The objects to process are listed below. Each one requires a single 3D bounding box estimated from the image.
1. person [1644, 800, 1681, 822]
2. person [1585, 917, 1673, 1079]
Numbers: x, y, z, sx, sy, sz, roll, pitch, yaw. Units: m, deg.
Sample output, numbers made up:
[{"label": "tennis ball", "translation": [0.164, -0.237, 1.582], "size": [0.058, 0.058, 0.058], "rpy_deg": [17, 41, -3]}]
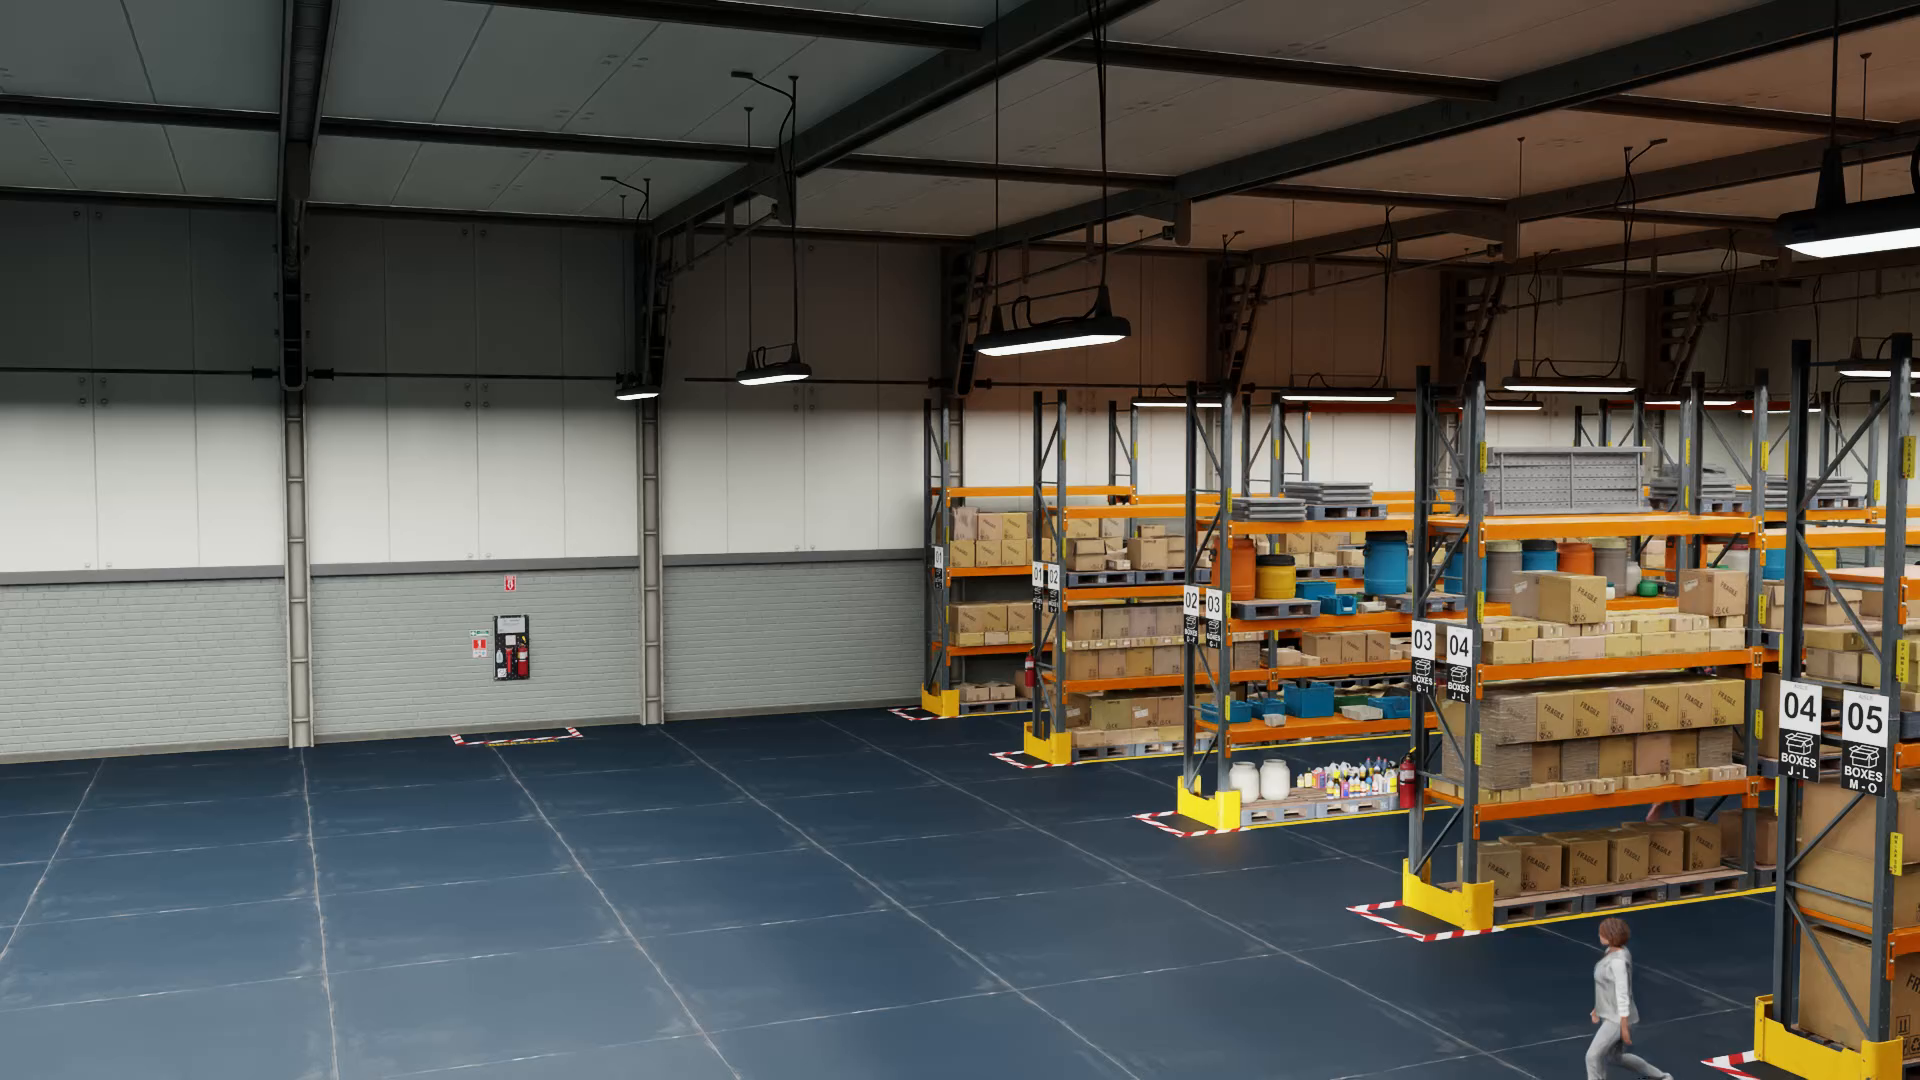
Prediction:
[{"label": "person", "translation": [9.227, 3.051, 21.815], "size": [1.060, 1.603, 0.543], "rpy_deg": [-1, 4, -20]}, {"label": "person", "translation": [5.028, 3.620, 12.610], "size": [0.863, 1.555, 0.459], "rpy_deg": [0, 3, 5]}]
